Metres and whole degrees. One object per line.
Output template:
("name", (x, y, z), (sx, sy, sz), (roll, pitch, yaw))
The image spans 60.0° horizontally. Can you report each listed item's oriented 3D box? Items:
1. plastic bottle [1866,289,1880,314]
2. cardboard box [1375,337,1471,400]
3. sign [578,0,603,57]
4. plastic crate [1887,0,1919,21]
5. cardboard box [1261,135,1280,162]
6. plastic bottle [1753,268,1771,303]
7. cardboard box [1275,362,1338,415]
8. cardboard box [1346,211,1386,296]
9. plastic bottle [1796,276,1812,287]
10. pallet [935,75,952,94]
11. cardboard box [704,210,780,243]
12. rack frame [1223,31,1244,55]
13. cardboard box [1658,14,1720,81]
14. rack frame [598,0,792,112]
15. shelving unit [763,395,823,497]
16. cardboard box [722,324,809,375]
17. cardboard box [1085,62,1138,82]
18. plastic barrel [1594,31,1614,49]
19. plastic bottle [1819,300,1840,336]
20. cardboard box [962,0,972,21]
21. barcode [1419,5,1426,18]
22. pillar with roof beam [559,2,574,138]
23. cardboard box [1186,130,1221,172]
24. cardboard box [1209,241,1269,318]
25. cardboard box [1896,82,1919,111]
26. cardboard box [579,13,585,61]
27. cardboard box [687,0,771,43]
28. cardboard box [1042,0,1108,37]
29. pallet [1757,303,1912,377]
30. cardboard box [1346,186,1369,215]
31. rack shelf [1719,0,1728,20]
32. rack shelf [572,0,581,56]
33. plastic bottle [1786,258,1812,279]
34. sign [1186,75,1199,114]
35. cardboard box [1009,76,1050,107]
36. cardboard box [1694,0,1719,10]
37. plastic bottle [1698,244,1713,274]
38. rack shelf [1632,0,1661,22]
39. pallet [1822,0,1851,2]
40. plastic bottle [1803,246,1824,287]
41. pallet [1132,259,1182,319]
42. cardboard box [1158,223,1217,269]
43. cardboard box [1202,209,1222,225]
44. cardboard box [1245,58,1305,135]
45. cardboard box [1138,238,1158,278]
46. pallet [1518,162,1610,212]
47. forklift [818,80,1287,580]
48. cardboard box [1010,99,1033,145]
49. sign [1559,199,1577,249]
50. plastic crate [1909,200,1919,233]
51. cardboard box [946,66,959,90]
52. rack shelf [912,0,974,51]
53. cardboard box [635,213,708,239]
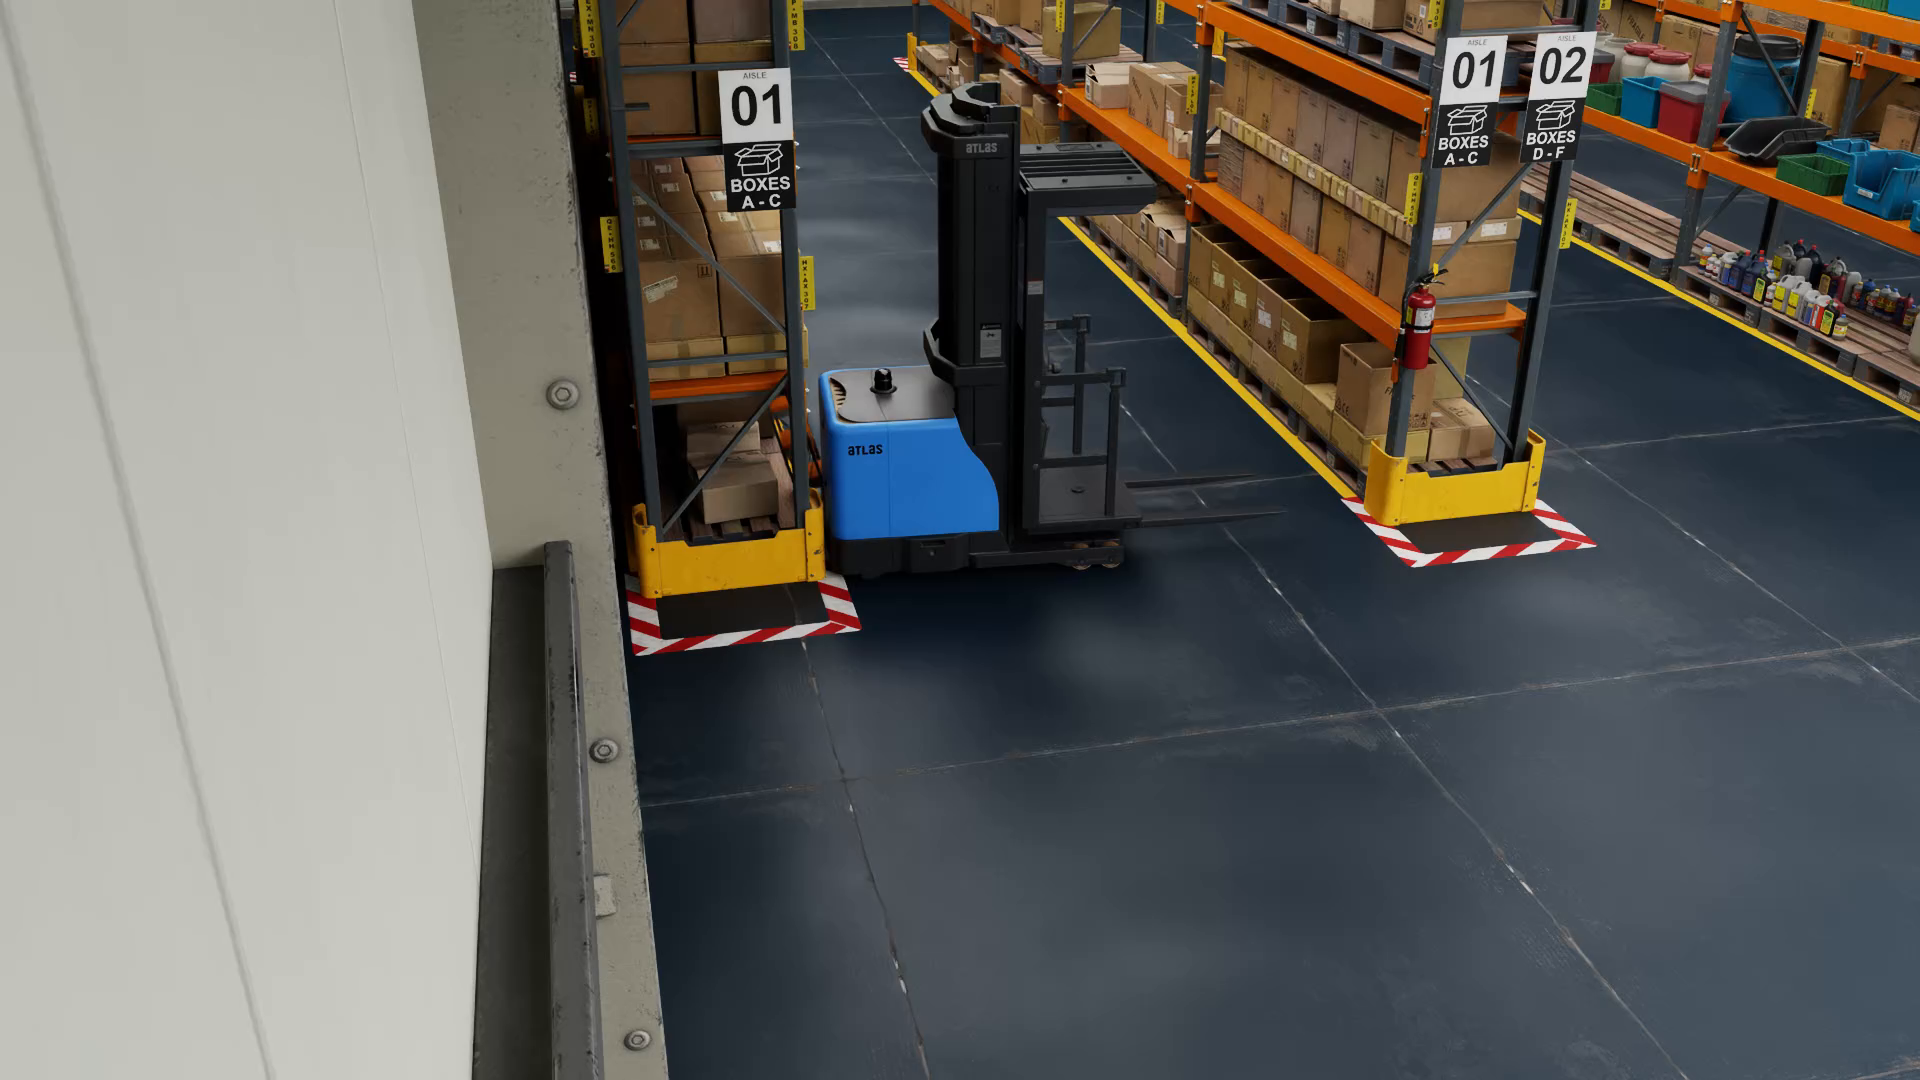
("plastic bottle", (7.988, -2.088, 14.522), (0.097, 0.201, 0.097), (0, 27, 0))
("cardboard box", (3.370, -1.346, 12.188), (0.500, 0.500, 0.500), (-6, 27, -12))
("sign", (-1.982, -2.756, 8.917), (0.100, 0.325, 0.005), (-6, 27, -12))
("plastic crate", (7.492, -4.214, 12.805), (0.392, 0.384, 0.575), (-6, 27, -12))
("cardboard box", (2.590, -3.078, 13.036), (0.380, 0.149, 0.250), (-7, 28, -13))
("plastic bottle", (7.130, -2.259, 14.770), (0.061, 0.283, 0.133), (-5, 27, -9))
("cardboard box", (2.741, -1.177, 12.685), (0.500, 0.250, 0.500), (-6, 27, -12))
("cardboard box", (3.172, -2.055, 11.728), (0.700, 0.500, 0.500), (-5, 27, -10))
("plastic bottle", (7.368, -2.172, 14.605), (0.152, 0.276, 0.135), (-6, 27, -12))
("pallet", (0.252, -6.435, 23.613), (1.003, 0.211, 1.213), (-6, 27, -12))
("cardboard box", (-1.354, -1.804, 10.654), (0.500, 0.500, 0.500), (-6, 27, -11))
("rack frame", (4.609, -9.100, 25.796), (1.000, 3.000, 0.127), (-6, 27, -12))
("cardboard box", (10.500, -6.807, 23.145), (1.225, 0.875, 0.875), (-6, 27, -11))
("rack frame", (-1.437, -3.748, 8.535), (1.000, 3.000, 0.127), (-6, 27, -12))
("shelving unit", (-1.074, -0.610, 11.081), (0.215, 1.050, 0.252), (-15, 30, 2))
("cardboard box", (-1.238, -1.258, 10.404), (0.500, 0.250, 0.500), (-7, 28, -13))
("cardboard box", (1.625, -4.882, 17.539), (0.500, 0.311, 0.500), (-4, 27, -8))
("plastic barrel", (6.852, -5.208, 17.961), (0.421, 0.512, 0.421), (0, 27, 0))
("plastic bottle", (7.330, -1.870, 14.000), (0.061, 0.283, 0.133), (-5, 27, -10))
("cardboard box", (0.321, -7.080, 21.684), (0.500, 0.500, 0.500), (-6, 27, -11))
("barcode", (2.850, -3.256, 10.245), (0.001, 0.075, 0.075), (-6, 27, -12))
("pillar with roof beam", (-0.948, -9.672, 20.273), (9.100, 9.000, 0.400), (-6, 27, -12))
("cardboard box", (2.333, -3.475, 14.819), (0.500, 0.250, 0.500), (-4, 27, -8))
("cardboard box", (2.407, -2.171, 13.822), (0.500, 0.500, 0.500), (-6, 27, -12))
("cardboard box", (11.418, -5.215, 19.553), (0.500, 0.250, 0.500), (-5, 27, -9))
("cardboard box", (-3.942, -5.620, 18.438), (0.500, 0.500, 0.500), (-5, 27, -10))
("cardboard box", (-1.287, -3.102, 9.342), (0.500, 0.500, 0.500), (-8, 28, -15))
("cardboard box", (1.314, -6.004, 19.086), (0.700, 0.500, 0.500), (-1, 27, -2))
("pallet", (7.703, -1.751, 14.331), (1.003, 0.211, 1.213), (-6, 27, -12))
("cardboard box", (2.944, -2.394, 11.681), (0.380, 0.149, 0.250), (-6, 27, -11))
("rack shelf", (6.863, -5.727, 16.584), (1.077, 0.370, 4.000), (-6, 27, -12))
("rack shelf", (-4.592, -6.894, 22.225), (1.077, 0.370, 4.000), (-6, 27, -12))
("plastic bottle", (7.644, -2.448, 15.153), (0.152, 0.276, 0.135), (-6, 27, -12))
("sign", (1.960, -3.752, 14.005), (0.100, 0.325, 0.005), (-6, 27, -12))
("cardboard box", (0.894, -5.361, 19.843), (0.500, 0.250, 0.500), (-6, 27, -13))
("cardboard box", (10.310, -7.443, 22.403), (0.500, 0.500, 0.500), (-6, 27, -12))
("plastic bottle", (6.958, -2.626, 15.509), (0.097, 0.271, 0.097), (0, 27, 0))
("rack shelf", (9.885, -8.403, 25.215), (1.077, 0.370, 4.000), (-6, 27, -12))
("pallet", (7.571, -4.779, 14.117), (1.213, 0.211, 1.003), (-6, 27, -12))
("plastic bottle", (7.783, -2.508, 15.187), (0.144, 0.351, 0.185), (-7, 28, -14))
("pallet", (2.283, -2.405, 15.627), (1.003, 0.211, 1.213), (-6, 27, -12))
("cardboard box", (2.116, -2.689, 15.059), (0.500, 0.311, 0.500), (-6, 27, -12))
("cardboard box", (2.529, -2.968, 15.610), (0.500, 0.311, 0.500), (-6, 27, -12))
("cardboard box", (2.708, -3.538, 13.227), (0.700, 0.500, 0.500), (-6, 27, -12))
("cardboard box", (1.999, -2.665, 15.633), (0.500, 0.250, 0.500), (-6, 27, -12))
("pallet", (6.549, -3.999, 18.784), (1.003, 0.211, 1.213), (-6, 27, -12))
("forklift", (0.618, -1.350, 10.518), (3.031, 2.935, 1.130), (-4, 27, -8))
("cardboard box", (0.905, -5.010, 19.980), (0.500, 0.500, 0.500), (-7, 28, -14))
("sign", (3.930, -2.050, 10.780), (0.100, 0.325, 0.005), (-6, 27, -12))
("plastic crate", (7.670, -2.484, 12.854), (0.499, 0.251, 0.408), (-6, 27, -12))
("cardboard box", (0.110, -6.389, 22.921), (0.500, 0.311, 0.500), (-6, 27, -12))
("rack shelf", (0.233, -7.399, 23.225), (1.077, 0.370, 4.000), (-6, 27, -12))
("cardboard box", (-1.854, -1.754, 10.554), (0.500, 0.500, 0.500), (-6, 27, -11))
